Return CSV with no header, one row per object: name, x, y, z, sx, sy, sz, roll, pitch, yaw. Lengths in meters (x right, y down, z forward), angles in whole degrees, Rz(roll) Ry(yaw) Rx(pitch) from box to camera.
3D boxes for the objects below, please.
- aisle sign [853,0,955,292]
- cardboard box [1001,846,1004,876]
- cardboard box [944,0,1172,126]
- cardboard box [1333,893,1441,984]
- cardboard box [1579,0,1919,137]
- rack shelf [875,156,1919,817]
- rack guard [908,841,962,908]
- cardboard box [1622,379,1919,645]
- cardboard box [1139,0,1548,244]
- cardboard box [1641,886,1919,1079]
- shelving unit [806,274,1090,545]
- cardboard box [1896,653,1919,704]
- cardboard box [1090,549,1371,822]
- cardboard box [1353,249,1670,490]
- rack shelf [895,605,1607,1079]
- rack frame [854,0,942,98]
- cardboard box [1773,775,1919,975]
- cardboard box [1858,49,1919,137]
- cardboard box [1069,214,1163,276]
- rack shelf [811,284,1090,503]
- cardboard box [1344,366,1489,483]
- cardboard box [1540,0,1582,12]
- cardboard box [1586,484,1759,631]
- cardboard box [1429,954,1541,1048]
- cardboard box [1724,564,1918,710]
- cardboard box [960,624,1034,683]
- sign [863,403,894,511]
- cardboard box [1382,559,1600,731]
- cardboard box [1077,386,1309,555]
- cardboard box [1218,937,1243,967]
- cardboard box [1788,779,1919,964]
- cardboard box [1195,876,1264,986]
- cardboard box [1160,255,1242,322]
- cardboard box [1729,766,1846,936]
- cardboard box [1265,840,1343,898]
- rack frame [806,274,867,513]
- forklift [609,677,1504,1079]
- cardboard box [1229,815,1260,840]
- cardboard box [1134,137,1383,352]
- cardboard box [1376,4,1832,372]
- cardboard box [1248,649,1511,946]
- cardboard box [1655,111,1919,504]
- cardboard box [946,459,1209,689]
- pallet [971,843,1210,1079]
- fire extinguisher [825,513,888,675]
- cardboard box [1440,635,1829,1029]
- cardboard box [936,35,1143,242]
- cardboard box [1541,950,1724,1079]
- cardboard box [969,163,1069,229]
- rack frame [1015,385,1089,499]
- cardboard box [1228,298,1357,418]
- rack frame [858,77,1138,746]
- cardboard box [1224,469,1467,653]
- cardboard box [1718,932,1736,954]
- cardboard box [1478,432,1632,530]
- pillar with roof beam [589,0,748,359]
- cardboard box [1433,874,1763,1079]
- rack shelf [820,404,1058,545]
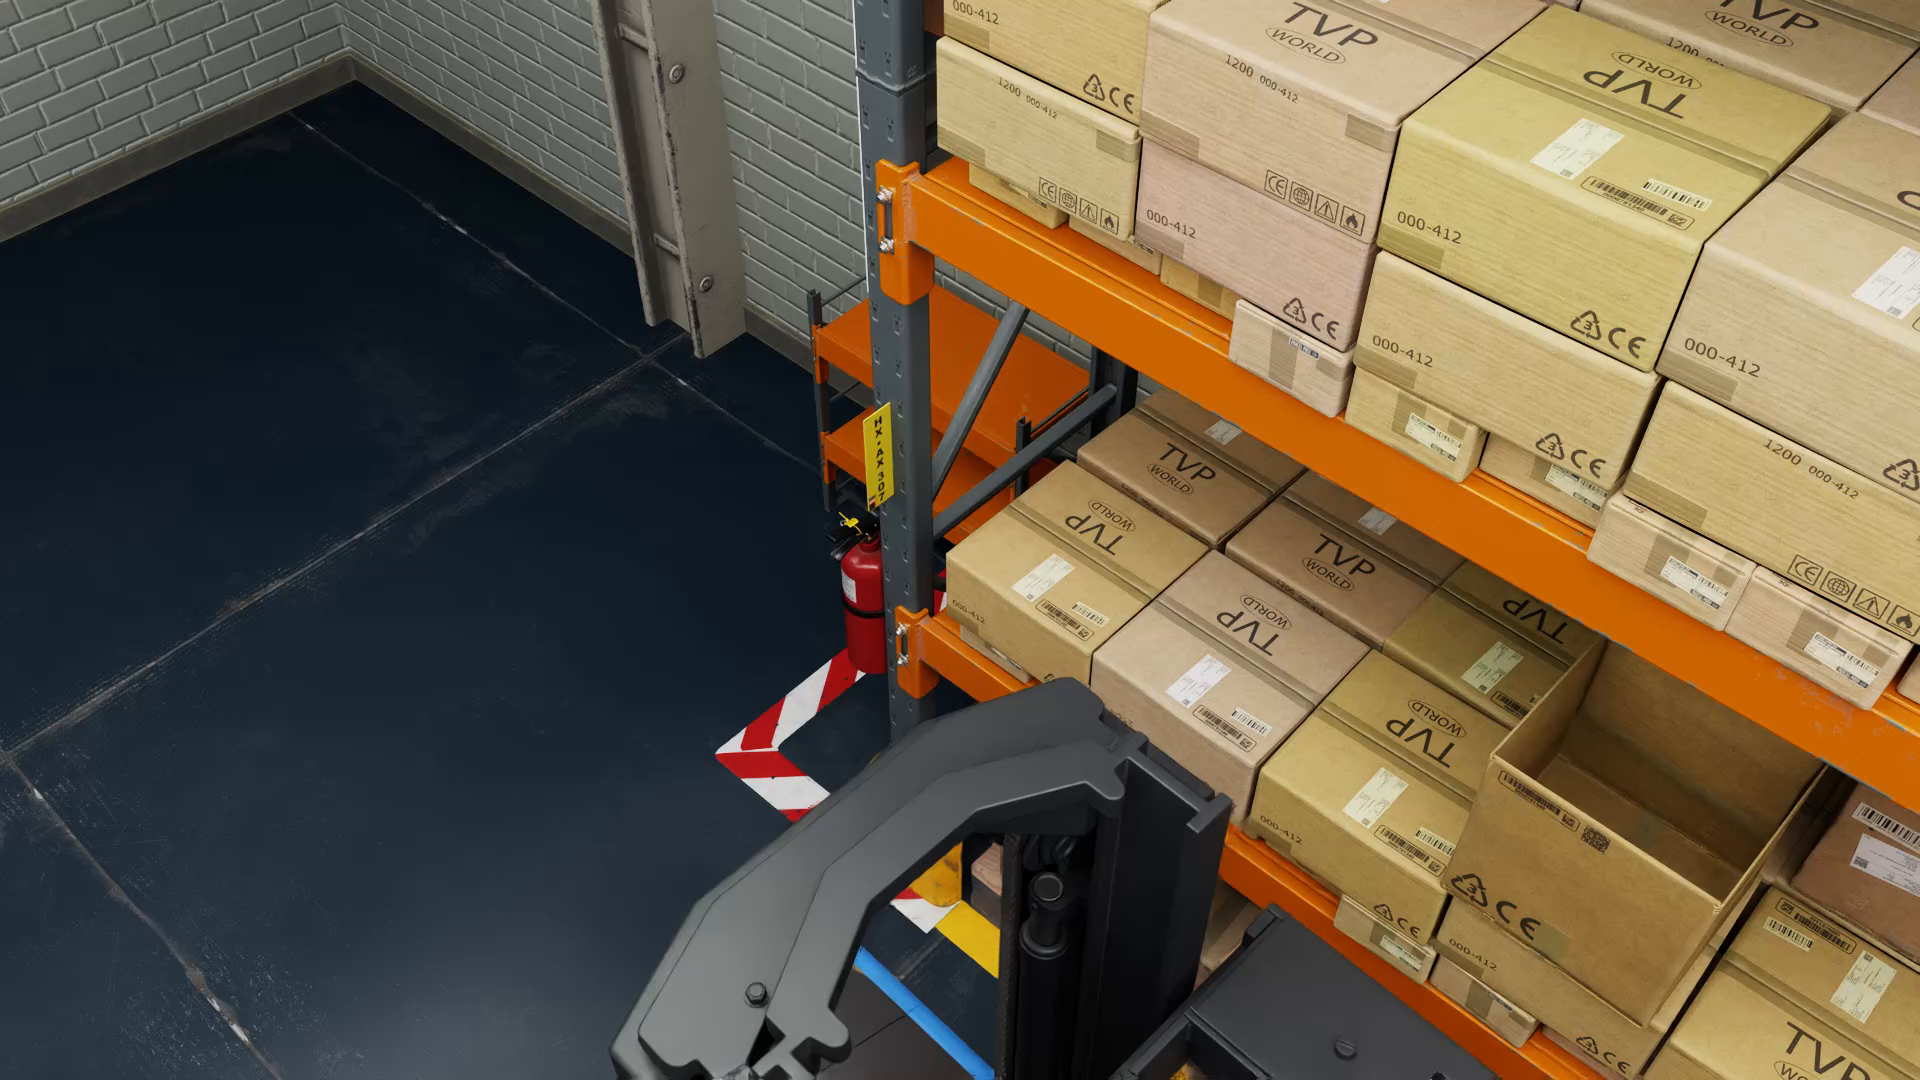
aisle sign,-0.088,-0.973,3.823,0.004,0.787,0.394,34,55,28
cardboard box,0.546,0.857,5.312,0.637,0.503,0.797,32,54,26
cardboard box,0.317,-1.101,3.225,0.500,0.250,0.500,33,55,27
cardboard box,1.129,0.852,4.065,0.250,0.149,0.380,32,55,27
cardboard box,1.444,-0.878,3.015,0.500,0.250,0.500,34,56,28
rack shelf,1.631,0.001,3.127,4.000,0.370,1.077,34,55,28
rack guard,0.217,0.686,5.763,0.348,0.500,1.175,34,55,28
cardboard box,1.453,-0.175,2.698,0.500,0.250,0.500,33,55,27
cardboard box,0.678,-0.840,2.979,0.500,0.250,0.500,34,55,27
cardboard box,1.825,1.106,3.553,0.500,0.250,0.500,34,55,27
shelving unit,-0.005,-0.387,6.342,1.048,1.125,0.538,34,55,28
cardboard box,1.723,0.157,2.659,0.250,0.149,0.380,34,56,28
cardboard box,0.682,0.360,4.253,0.500,0.250,0.500,35,56,28
cardboard box,1.057,-0.418,2.927,0.500,0.250,0.500,32,55,27
rack shelf,1.631,1.028,4.221,4.000,0.370,1.077,34,55,28
rack frame,0.161,-2.260,2.700,0.127,3.000,1.000,34,55,28
cardboard box,2.168,0.830,3.812,0.500,0.250,0.500,35,56,28
cardboard box,1.794,-0.617,2.770,0.500,0.250,0.500,34,55,28
cardboard box,0.448,-0.750,3.511,0.250,0.149,0.380,35,56,28
rack shelf,-0.005,-0.588,6.129,1.000,0.278,0.538,34,55,28
cardboard box,0.935,-0.310,3.098,0.250,0.149,0.380,34,55,28
cardboard box,1.059,-1.128,3.249,0.500,0.250,0.500,32,55,27
cardboard box,1.298,-0.056,2.859,0.250,0.149,0.380,34,55,28
cardboard box,1.337,0.971,3.953,0.250,0.149,0.380,35,56,28
cardboard box,1.484,0.065,2.746,0.250,0.149,0.380,35,56,28
cardboard box,0.216,0.189,4.688,0.250,0.149,0.380,34,55,27
sign,-0.207,-0.213,4.298,0.005,0.325,0.100,34,55,28
cardboard box,1.418,0.331,4.281,0.500,0.250,0.500,36,56,29
cardboard box,0.679,-0.172,4.753,0.500,0.250,0.500,36,56,29
cardboard box,1.148,1.302,4.897,0.700,0.500,0.500,-36,56,-29
cardboard box,2.186,0.585,3.528,0.500,0.500,0.500,32,55,27
cardboard box,0.832,1.209,5.225,0.250,0.149,0.380,32,54,26
cardboard box,0.625,-0.614,3.384,0.250,0.149,0.380,34,56,28
cardboard box,1.802,0.589,4.038,0.500,0.250,0.500,34,55,28
cardboard box,0.995,0.687,4.220,0.250,0.149,0.380,35,56,28
rack frame,-0.380,-0.638,6.578,0.032,1.125,0.500,34,55,28
forklift,0.359,1.740,3.106,1.130,2.935,3.031,-36,56,-29
cardboard box,0.796,0.559,4.340,0.250,0.149,0.380,36,56,29
cardboard box,0.689,-0.678,3.170,0.500,0.250,0.500,35,56,28
cardboard box,1.056,-0.599,2.753,0.500,0.250,0.500,33,55,27
cardboard box,1.057,0.609,4.019,0.500,0.250,0.500,33,55,27
cardboard box,1.437,-0.352,2.521,0.500,0.250,0.500,35,56,29
cardboard box,0.312,0.111,4.487,0.500,0.250,0.500,34,56,28
pallet,0.803,1.179,5.499,1.213,0.211,1.003,34,55,28
fire extinguisher,-0.261,0.122,4.887,0.183,0.674,0.296,34,55,28
cardboard box,1.414,0.596,3.517,0.500,0.500,0.500,35,56,28
cardboard box,0.302,-0.918,3.396,0.500,0.250,0.500,33,55,27
cardboard box,1.573,1.062,3.868,0.250,0.149,0.380,34,55,28
cardboard box,0.237,-0.866,3.620,0.250,0.149,0.380,35,56,28
rack frame,0.369,-0.137,6.107,0.032,1.125,0.500,34,55,28
cardboard box,0.738,-0.436,3.216,0.250,0.149,0.380,35,56,28
rack frame,0.161,-0.207,4.887,0.127,3.000,1.000,34,55,28
cardboard box,1.057,0.083,4.513,0.500,0.250,0.500,34,55,28
cardboard box,1.876,0.807,4.107,0.250,0.149,0.380,36,56,29
cardboard box,1.159,-0.221,3.014,0.250,0.149,0.380,33,55,27
pillar with roof beam,-4.129,-1.770,2.239,0.400,9.000,9.100,34,55,28
cardboard box,1.447,0.851,3.793,0.500,0.250,0.500,33,55,27
rack shelf,-0.005,-0.220,6.520,1.000,0.278,0.538,34,55,28
